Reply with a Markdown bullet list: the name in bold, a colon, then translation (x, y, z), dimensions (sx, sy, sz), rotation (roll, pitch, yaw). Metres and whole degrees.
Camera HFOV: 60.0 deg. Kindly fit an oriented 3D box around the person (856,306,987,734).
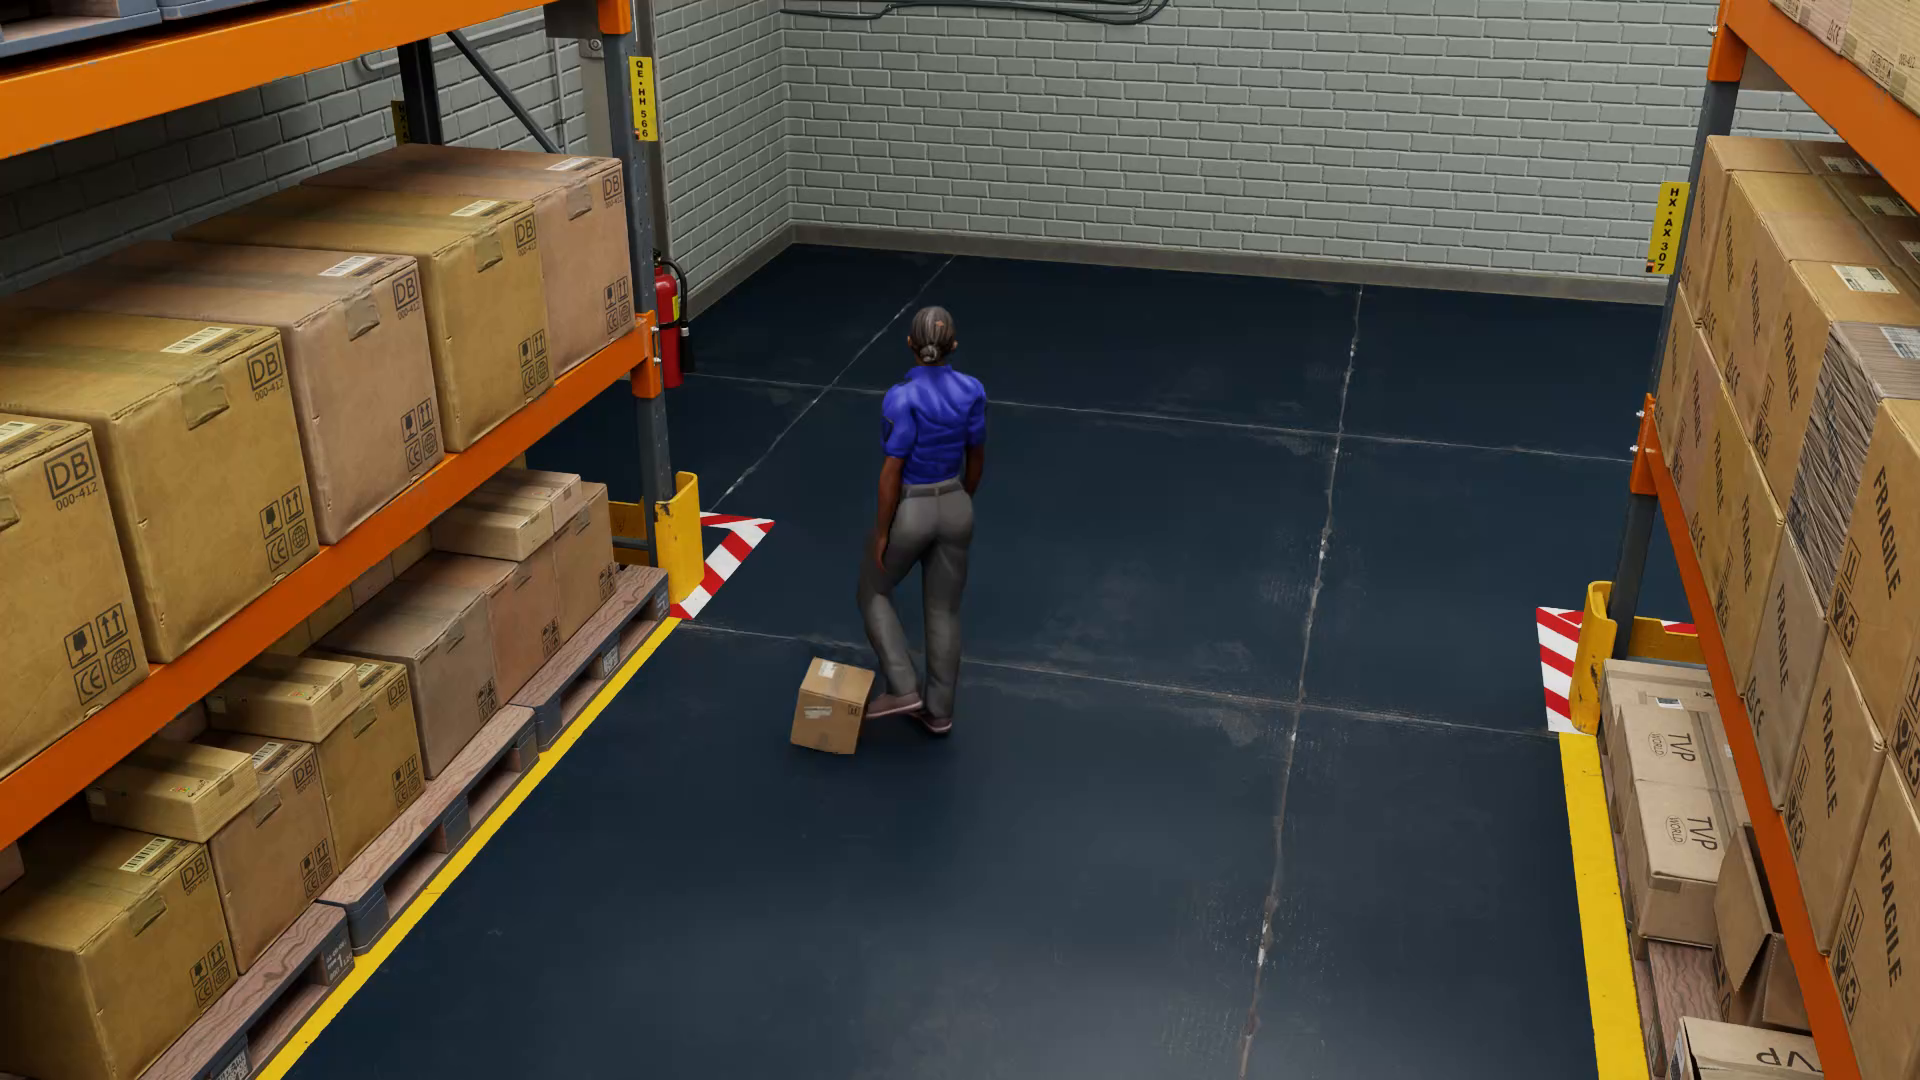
- **person**: translation (-0.157, -0.066, 6.223), dimensions (0.572, 1.646, 0.418), rotation (-13, 28, -26)
